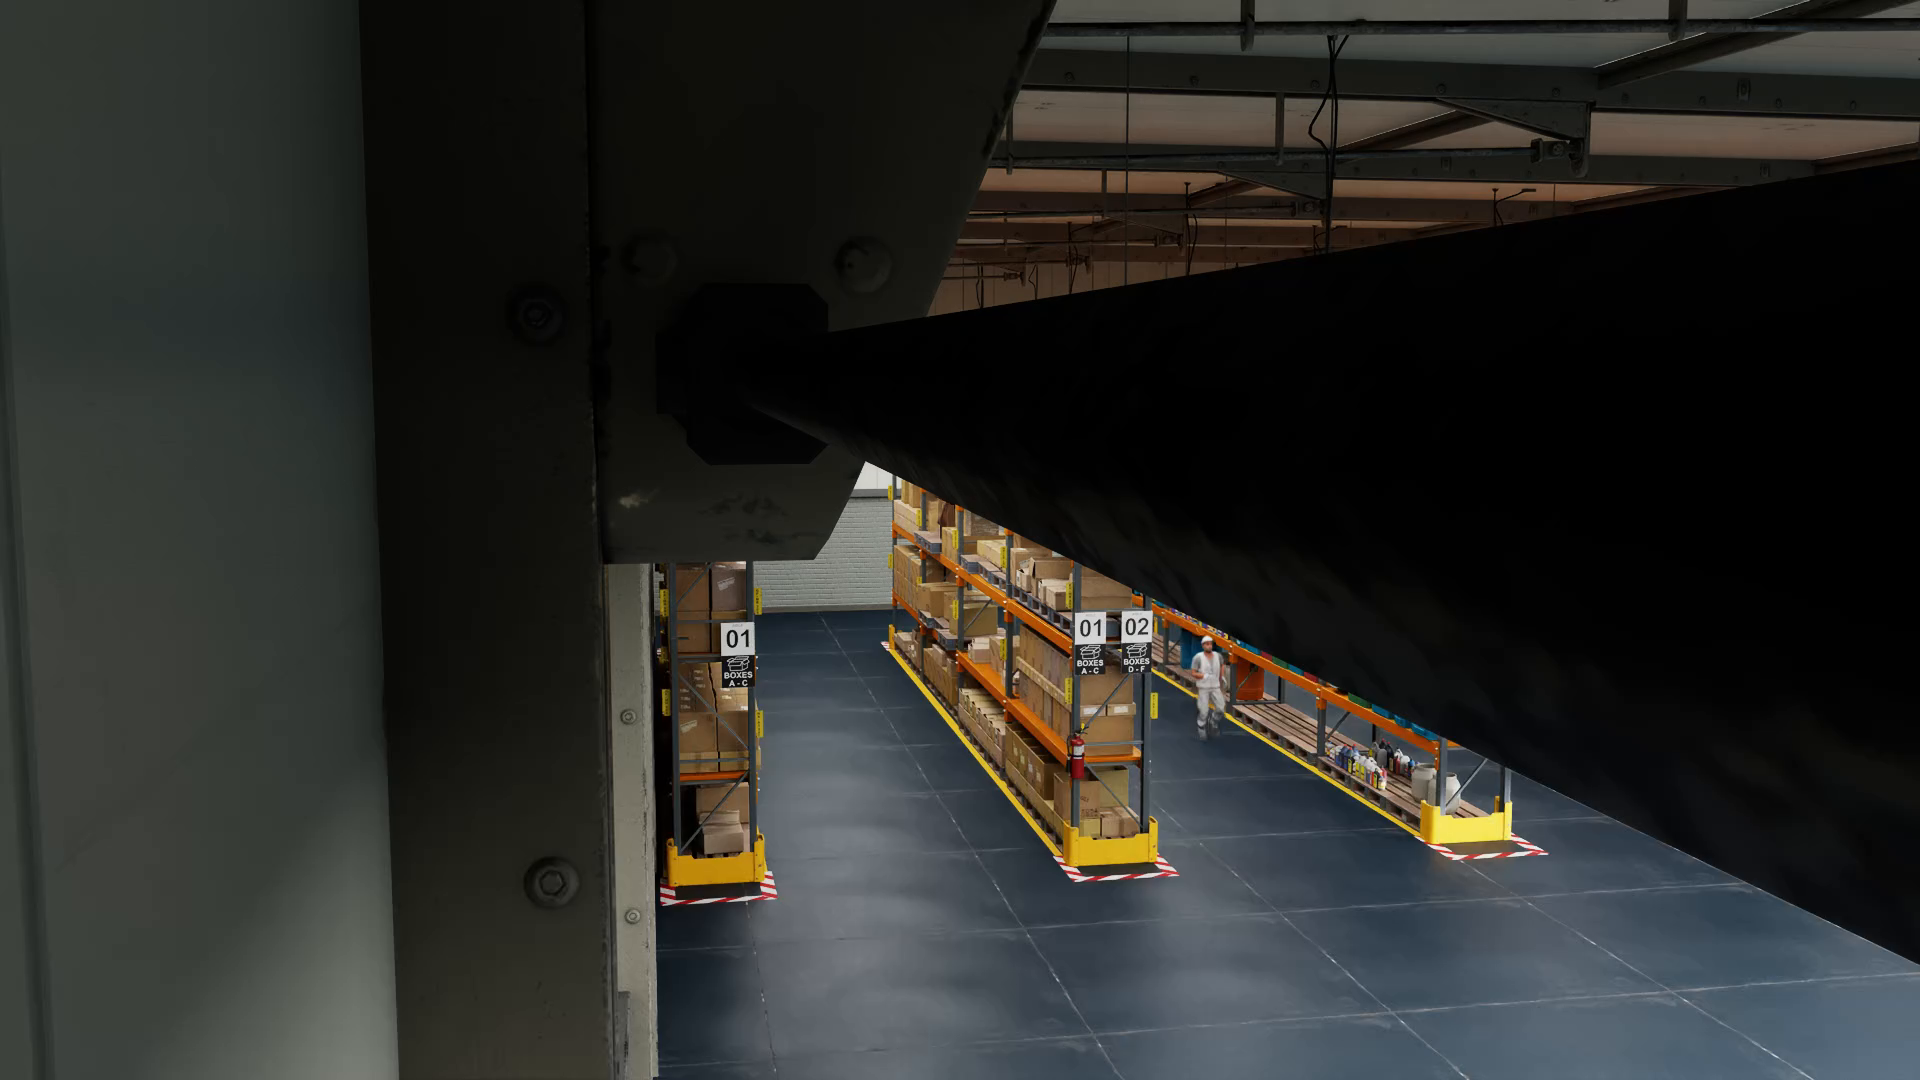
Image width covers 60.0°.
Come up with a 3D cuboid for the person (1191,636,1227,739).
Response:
[{"bbox_3d":[4.156,2.469,27.597,0.655,1.756,0.655,-1,6,-11],"label":"person"}]
